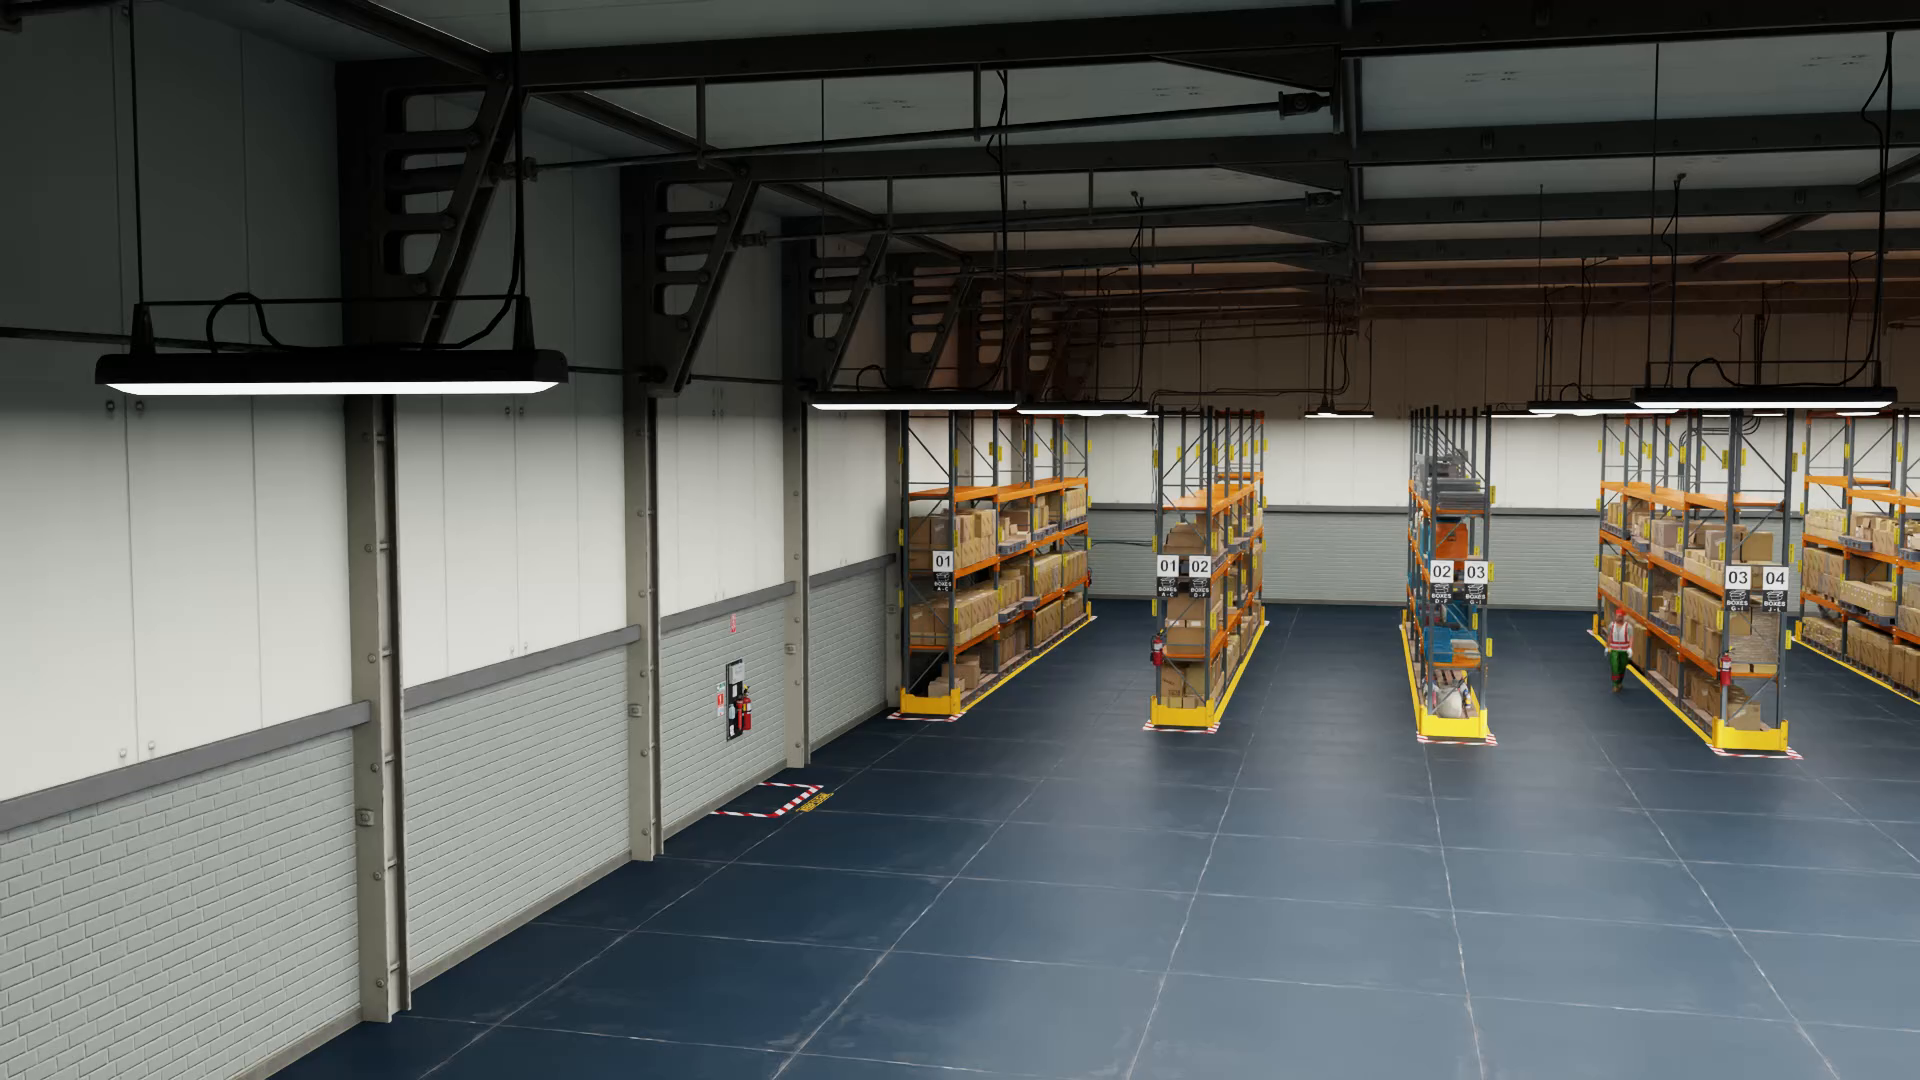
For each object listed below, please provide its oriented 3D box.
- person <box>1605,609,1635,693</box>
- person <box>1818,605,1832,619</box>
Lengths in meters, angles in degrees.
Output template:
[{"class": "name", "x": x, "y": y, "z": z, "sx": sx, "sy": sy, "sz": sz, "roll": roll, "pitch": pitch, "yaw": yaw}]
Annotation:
[{"class": "person", "x": 13.909, "y": 2.319, "z": 35.034, "sx": 0.550, "sy": 1.725, "sz": 1.061, "roll": 1, "pitch": 4, "yaw": 16}, {"class": "person", "x": 23.408, "y": 1.676, "z": 44.877, "sx": 0.829, "sy": 1.620, "sz": 0.441, "roll": -1, "pitch": 4, "yaw": -16}]
